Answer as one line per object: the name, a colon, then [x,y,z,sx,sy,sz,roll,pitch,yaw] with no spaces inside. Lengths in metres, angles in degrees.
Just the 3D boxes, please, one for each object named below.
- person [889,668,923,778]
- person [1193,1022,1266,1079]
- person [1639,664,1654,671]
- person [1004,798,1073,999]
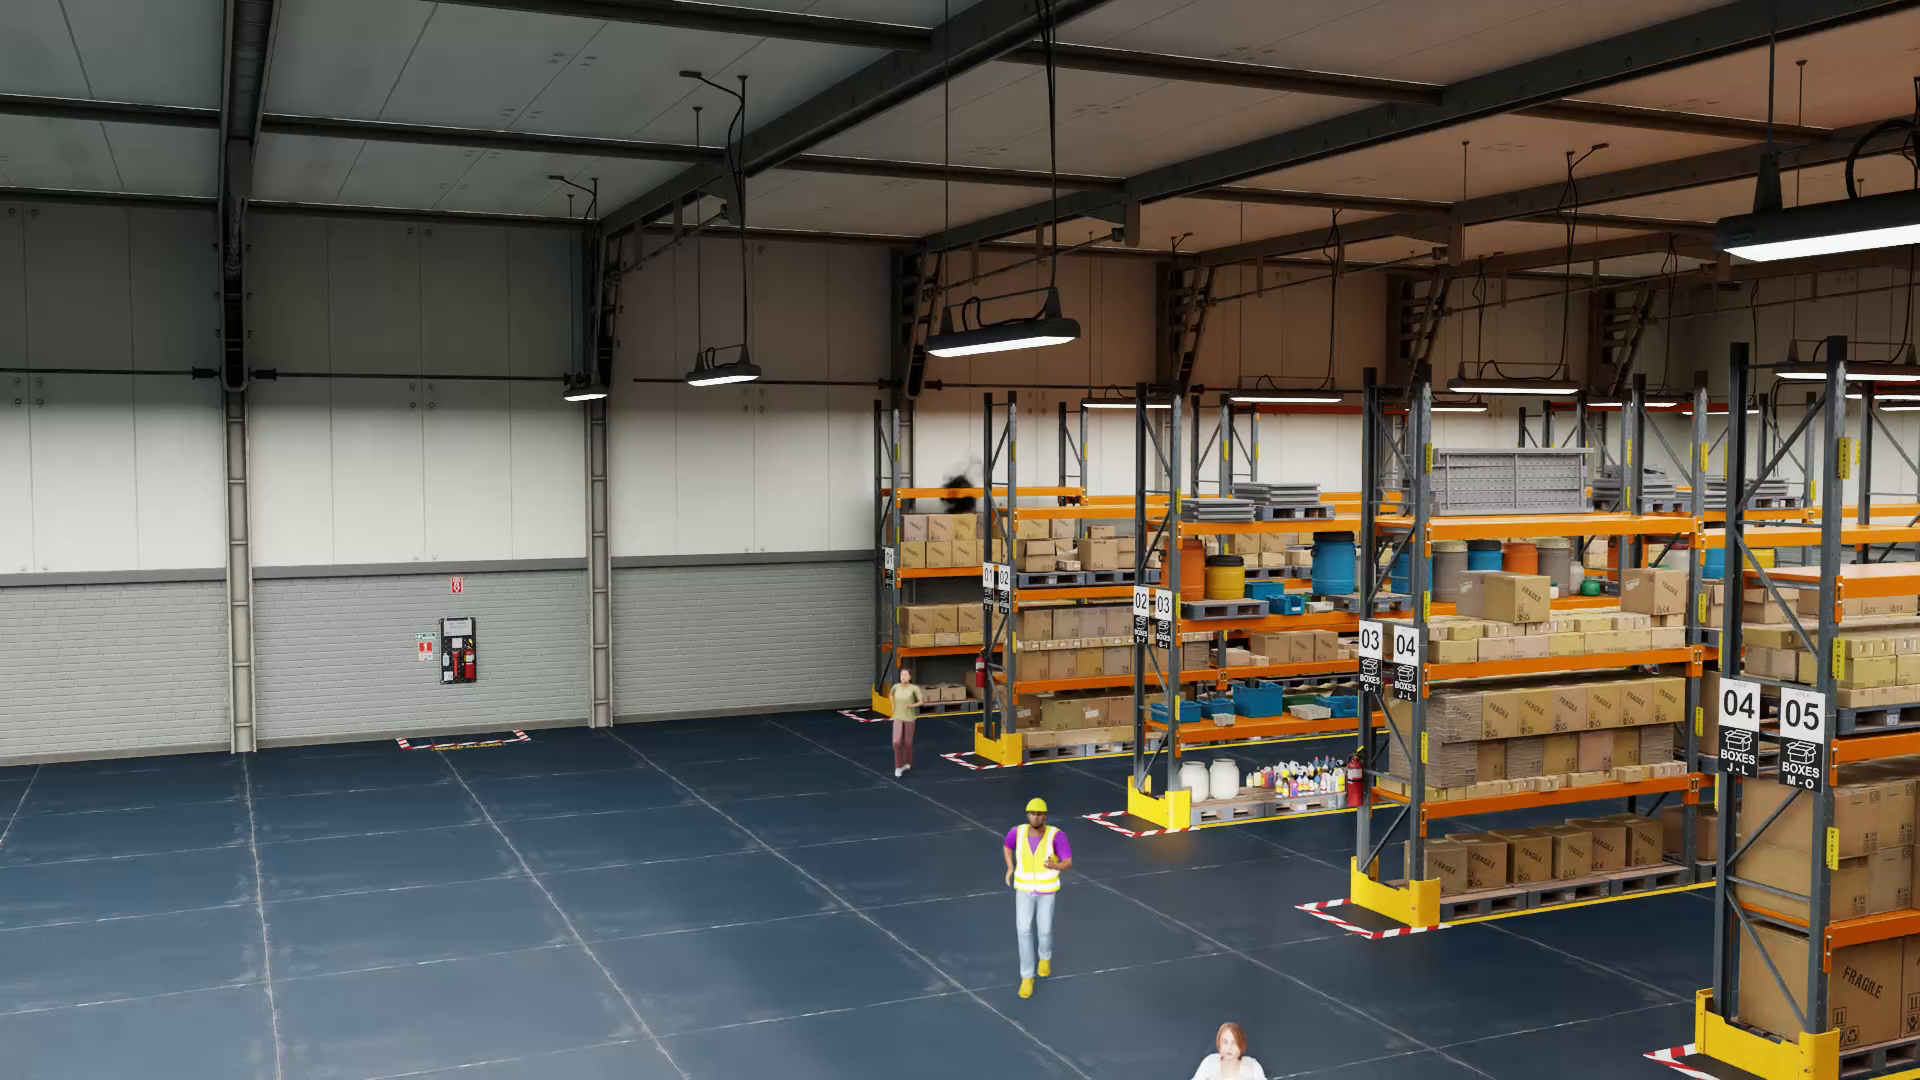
person: [-0.849,2.832,25.914,0.568,1.708,0.662,1,3,9]
person: [1.695,3.779,10.447,0.552,1.577,0.611,1,3,15]
person: [12.486,2.601,30.202,0.572,1.626,0.566,-2,4,-37]
person: [0.731,3.341,15.780,0.682,1.800,0.810,0,3,7]
